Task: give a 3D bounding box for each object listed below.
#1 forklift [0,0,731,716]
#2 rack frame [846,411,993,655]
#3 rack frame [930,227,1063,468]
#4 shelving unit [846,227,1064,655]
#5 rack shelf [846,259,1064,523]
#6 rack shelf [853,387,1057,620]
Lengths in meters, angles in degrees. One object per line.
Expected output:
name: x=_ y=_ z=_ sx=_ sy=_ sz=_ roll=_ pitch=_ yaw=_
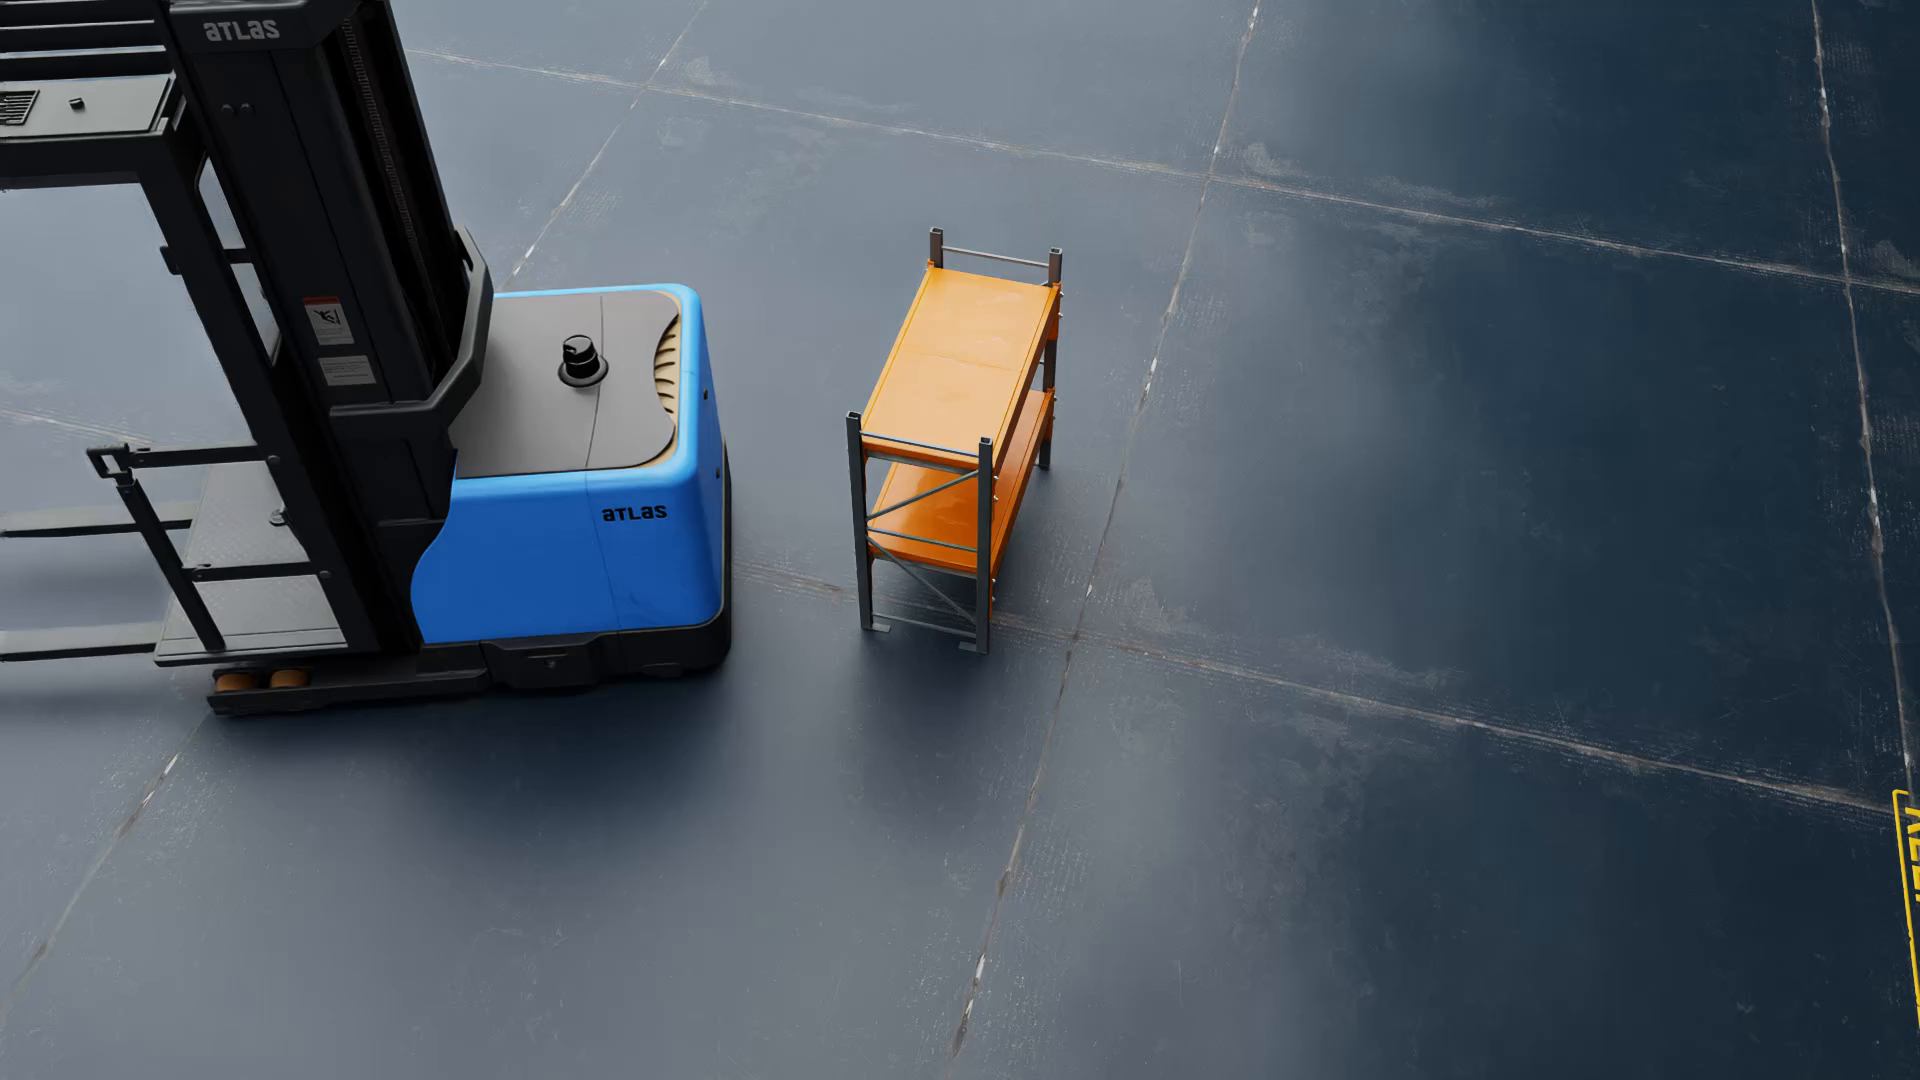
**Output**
forklift: x=-2.404 y=-0.746 z=5.372 sx=3.031 sy=2.935 sz=1.130 roll=-4 pitch=49 yaw=-3
rack frame: x=-0.136 y=0.000 z=5.918 sx=0.500 sy=1.125 sz=0.032 roll=12 pitch=50 yaw=10
rack frame: x=0.132 y=-0.735 z=6.567 sx=0.500 sy=1.125 sz=0.032 roll=12 pitch=50 yaw=10
shelving unit: x=-0.002 y=-0.367 z=6.243 sx=0.538 sy=1.125 sz=1.048 roll=12 pitch=50 yaw=10
rack shelf: x=-0.002 y=-0.561 z=6.023 sx=0.538 sy=0.278 sz=1.000 roll=12 pitch=50 yaw=10
rack shelf: x=-0.002 y=-0.206 z=6.426 sx=0.538 sy=0.278 sz=1.000 roll=12 pitch=50 yaw=10
